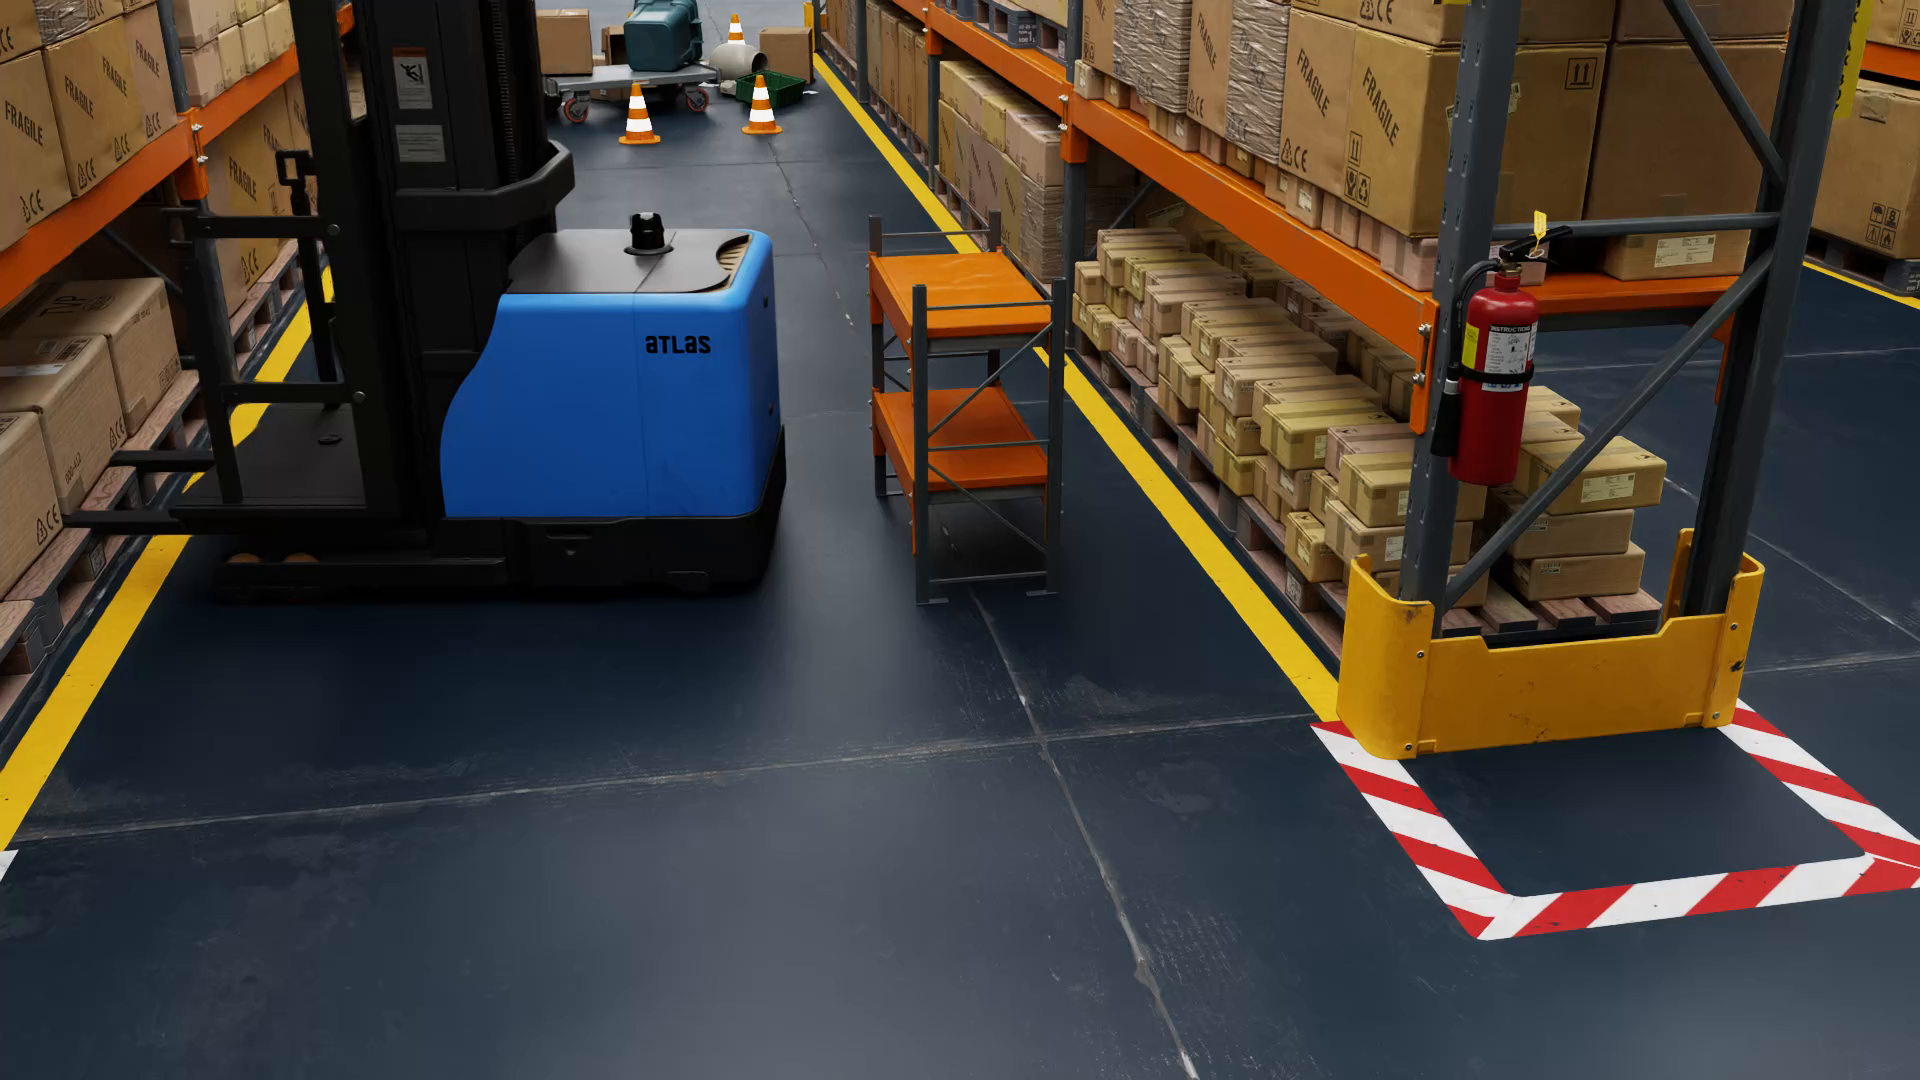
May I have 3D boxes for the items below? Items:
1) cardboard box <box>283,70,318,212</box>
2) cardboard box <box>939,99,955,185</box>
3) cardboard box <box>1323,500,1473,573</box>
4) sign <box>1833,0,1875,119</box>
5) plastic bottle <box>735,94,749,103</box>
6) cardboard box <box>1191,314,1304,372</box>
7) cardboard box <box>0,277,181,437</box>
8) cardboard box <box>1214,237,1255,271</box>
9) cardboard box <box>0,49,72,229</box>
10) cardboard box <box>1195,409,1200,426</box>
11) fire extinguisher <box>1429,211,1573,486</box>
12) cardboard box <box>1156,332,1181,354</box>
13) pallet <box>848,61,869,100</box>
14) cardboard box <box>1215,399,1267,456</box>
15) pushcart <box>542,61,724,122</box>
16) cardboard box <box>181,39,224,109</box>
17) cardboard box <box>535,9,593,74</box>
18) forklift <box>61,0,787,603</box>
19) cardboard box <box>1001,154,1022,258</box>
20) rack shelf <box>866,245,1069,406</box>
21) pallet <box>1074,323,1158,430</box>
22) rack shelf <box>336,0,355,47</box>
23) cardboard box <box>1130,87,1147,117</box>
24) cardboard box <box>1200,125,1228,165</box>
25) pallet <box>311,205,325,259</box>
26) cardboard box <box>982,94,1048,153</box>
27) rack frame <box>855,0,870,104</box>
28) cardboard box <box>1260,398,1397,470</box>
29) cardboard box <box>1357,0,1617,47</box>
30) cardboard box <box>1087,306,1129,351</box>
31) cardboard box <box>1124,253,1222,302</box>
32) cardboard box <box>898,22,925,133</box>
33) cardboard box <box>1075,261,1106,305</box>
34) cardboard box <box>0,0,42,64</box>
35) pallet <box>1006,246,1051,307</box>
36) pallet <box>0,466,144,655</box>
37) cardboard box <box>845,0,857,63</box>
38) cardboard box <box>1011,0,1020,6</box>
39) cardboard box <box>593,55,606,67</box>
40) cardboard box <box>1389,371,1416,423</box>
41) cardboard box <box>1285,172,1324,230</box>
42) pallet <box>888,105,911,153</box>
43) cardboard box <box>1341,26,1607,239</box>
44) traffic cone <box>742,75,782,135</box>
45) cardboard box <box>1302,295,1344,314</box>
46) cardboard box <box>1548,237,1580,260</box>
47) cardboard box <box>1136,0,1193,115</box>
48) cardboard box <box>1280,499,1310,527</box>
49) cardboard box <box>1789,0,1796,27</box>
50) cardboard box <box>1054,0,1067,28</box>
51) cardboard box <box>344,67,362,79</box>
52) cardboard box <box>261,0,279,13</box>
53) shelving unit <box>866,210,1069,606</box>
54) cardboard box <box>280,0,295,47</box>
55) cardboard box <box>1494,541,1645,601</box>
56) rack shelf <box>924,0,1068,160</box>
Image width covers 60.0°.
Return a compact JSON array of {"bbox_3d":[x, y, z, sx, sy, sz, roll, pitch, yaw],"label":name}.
[{"bbox_3d":[-4.528,-2.498,10.351,0.875,0.875,0.875,-5,24,-10],"label":"cardboard box"},{"bbox_3d":[0.152,-2.713,11.312,0.500,0.500,0.500,-5,24,-12],"label":"cardboard box"},{"bbox_3d":[1.373,-0.025,5.225,0.380,0.149,0.250,-5,24,-11],"label":"cardboard box"},{"bbox_3d":[2.285,-1.253,4.290,0.100,0.325,0.005,-4,24,-10],"label":"sign"},{"bbox_3d":[-2.002,-4.187,15.759,0.133,0.061,0.283,-19,30,-37],"label":"plastic bottle"},{"bbox_3d":[1.136,-0.781,6.584,0.380,0.149,0.250,-4,24,-9],"label":"cardboard box"},{"bbox_3d":[-3.824,-0.747,6.889,0.875,0.438,0.875,-5,24,-11],"label":"cardboard box"},{"bbox_3d":[1.420,-1.330,7.841,0.380,0.149,0.250,-4,24,-9],"label":"cardboard box"},{"bbox_3d":[-3.207,-1.260,5.262,0.500,0.500,0.500,-4,24,-8],"label":"cardboard box"},{"bbox_3d":[1.167,-0.503,6.692,0.380,0.149,0.250,-4,24,-8],"label":"cardboard box"},{"bbox_3d":[1.344,-0.477,4.156,0.296,0.674,0.183,-4,24,-10],"label":"fire extinguisher"},{"bbox_3d":[1.055,-0.843,7.098,0.380,0.149,0.250,-3,24,-7],"label":"cardboard box"},{"bbox_3d":[-0.531,-4.563,16.434,1.003,0.211,1.213,-4,24,-10],"label":"pallet"},{"bbox_3d":[1.167,-0.432,6.157,0.380,0.149,0.250,-4,24,-9],"label":"cardboard box"},{"bbox_3d":[-3.082,-4.117,15.204,1.648,0.377,0.936,-13,27,-28],"label":"pushcart"},{"bbox_3d":[-3.656,-2.107,7.514,0.500,0.250,0.500,-5,24,-11],"label":"cardboard box"},{"bbox_3d":[-3.570,-4.475,14.926,0.500,0.500,0.500,-4,24,-10],"label":"cardboard box"},{"bbox_3d":[-2.202,-1.339,5.654,3.031,2.935,1.130,0,24,0],"label":"forklift"},{"bbox_3d":[0.533,-1.911,9.475,0.500,0.500,0.500,-5,24,-11],"label":"cardboard box"},{"bbox_3d":[0.001,-0.781,5.902,0.538,0.278,1.000,-4,24,-10],"label":"rack shelf"},{"bbox_3d":[1.171,-0.850,7.932,1.003,0.211,1.213,-4,24,-10],"label":"pallet"},{"bbox_3d":[-4.944,-4.014,12.591,1.077,0.370,4.000,-4,24,-10],"label":"rack shelf"},{"bbox_3d":[0.964,-1.942,7.262,0.380,0.149,0.250,-5,24,-12],"label":"cardboard box"},{"bbox_3d":[1.129,-1.522,6.302,0.380,0.149,0.250,-3,24,-8],"label":"cardboard box"},{"bbox_3d":[-4.502,-1.963,10.481,1.003,0.211,1.213,-4,24,-10],"label":"pallet"},{"bbox_3d":[0.432,-2.464,9.806,0.500,0.250,0.500,-5,24,-12],"label":"cardboard box"},{"bbox_3d":[-0.468,-5.536,15.178,1.000,3.000,0.127,-4,24,-10],"label":"rack frame"},{"bbox_3d":[1.242,-0.360,5.620,0.380,0.149,0.250,-5,24,-11],"label":"cardboard box"},{"bbox_3d":[1.422,-1.618,4.461,0.500,0.500,0.500,-5,24,-11],"label":"cardboard box"},{"bbox_3d":[0.813,-1.004,7.838,0.380,0.149,0.250,-4,24,-8],"label":"cardboard box"},{"bbox_3d":[0.960,-1.189,7.518,0.380,0.149,0.250,-5,24,-10],"label":"cardboard box"},{"bbox_3d":[0.083,-3.714,13.292,1.050,0.750,0.750,-4,24,-9],"label":"cardboard box"},{"bbox_3d":[0.764,-1.245,8.020,0.380,0.149,0.250,-3,24,-7],"label":"cardboard box"},{"bbox_3d":[-3.202,-1.725,5.077,0.500,0.500,0.500,-4,24,-10],"label":"cardboard box"},{"bbox_3d":[0.866,-1.418,9.232,1.003,0.211,1.213,-4,24,-10],"label":"pallet"},{"bbox_3d":[-3.542,0.080,5.802,1.003,0.211,1.213,-4,24,-10],"label":"pallet"},{"bbox_3d":[-0.685,-5.362,16.909,0.875,0.875,0.875,-4,24,-9],"label":"cardboard box"},{"bbox_3d":[0.500,-3.121,9.436,0.380,0.149,0.250,-3,24,-7],"label":"cardboard box"},{"bbox_3d":[-3.826,-5.031,17.584,0.380,0.149,0.250,8,25,18],"label":"cardboard box"},{"bbox_3d":[1.771,-0.505,5.954,0.380,0.149,0.250,-5,24,-12],"label":"cardboard box"},{"bbox_3d":[1.273,-1.105,5.346,0.380,0.149,0.250,-4,24,-8],"label":"cardboard box"},{"bbox_3d":[-0.022,-3.479,13.953,1.003,0.211,1.213,-4,24,-10],"label":"pallet"},{"bbox_3d":[1.415,-1.156,4.652,0.500,0.500,0.500,-4,24,-9],"label":"cardboard box"},{"bbox_3d":[-1.704,-3.734,14.222,0.336,0.463,0.334,-4,24,-10],"label":"traffic cone"},{"bbox_3d":[1.647,-0.920,6.902,0.380,0.149,0.250,-5,24,-12],"label":"cardboard box"},{"bbox_3d":[1.926,-0.950,4.991,0.380,0.149,0.250,-3,24,-8],"label":"cardboard box"},{"bbox_3d":[1.012,-1.963,6.501,0.500,0.500,0.500,-5,24,-11],"label":"cardboard box"},{"bbox_3d":[1.338,-0.098,5.763,0.380,0.149,0.250,-4,24,-10],"label":"cardboard box"},{"bbox_3d":[5.362,-3.326,9.994,0.500,0.500,0.500,-5,24,-10],"label":"cardboard box"},{"bbox_3d":[0.695,-2.710,8.497,0.380,0.149,0.250,-4,24,-9],"label":"cardboard box"},{"bbox_3d":[-5.078,-3.630,13.571,0.950,0.372,0.625,-3,24,-6],"label":"cardboard box"},{"bbox_3d":[-3.925,-2.940,8.796,0.500,0.250,0.500,-5,24,-11],"label":"cardboard box"},{"bbox_3d":[0.001,-0.513,6.019,0.538,1.125,1.048,-4,24,-10],"label":"shelving unit"},{"bbox_3d":[-4.038,-2.909,9.351,0.500,0.250,0.500,-5,24,-10],"label":"cardboard box"},{"bbox_3d":[1.969,0.068,5.383,0.380,0.149,0.250,-4,24,-9],"label":"cardboard box"},{"bbox_3d":[0.642,-2.846,9.918,1.077,0.370,4.000,-4,24,-10],"label":"rack shelf"}]
